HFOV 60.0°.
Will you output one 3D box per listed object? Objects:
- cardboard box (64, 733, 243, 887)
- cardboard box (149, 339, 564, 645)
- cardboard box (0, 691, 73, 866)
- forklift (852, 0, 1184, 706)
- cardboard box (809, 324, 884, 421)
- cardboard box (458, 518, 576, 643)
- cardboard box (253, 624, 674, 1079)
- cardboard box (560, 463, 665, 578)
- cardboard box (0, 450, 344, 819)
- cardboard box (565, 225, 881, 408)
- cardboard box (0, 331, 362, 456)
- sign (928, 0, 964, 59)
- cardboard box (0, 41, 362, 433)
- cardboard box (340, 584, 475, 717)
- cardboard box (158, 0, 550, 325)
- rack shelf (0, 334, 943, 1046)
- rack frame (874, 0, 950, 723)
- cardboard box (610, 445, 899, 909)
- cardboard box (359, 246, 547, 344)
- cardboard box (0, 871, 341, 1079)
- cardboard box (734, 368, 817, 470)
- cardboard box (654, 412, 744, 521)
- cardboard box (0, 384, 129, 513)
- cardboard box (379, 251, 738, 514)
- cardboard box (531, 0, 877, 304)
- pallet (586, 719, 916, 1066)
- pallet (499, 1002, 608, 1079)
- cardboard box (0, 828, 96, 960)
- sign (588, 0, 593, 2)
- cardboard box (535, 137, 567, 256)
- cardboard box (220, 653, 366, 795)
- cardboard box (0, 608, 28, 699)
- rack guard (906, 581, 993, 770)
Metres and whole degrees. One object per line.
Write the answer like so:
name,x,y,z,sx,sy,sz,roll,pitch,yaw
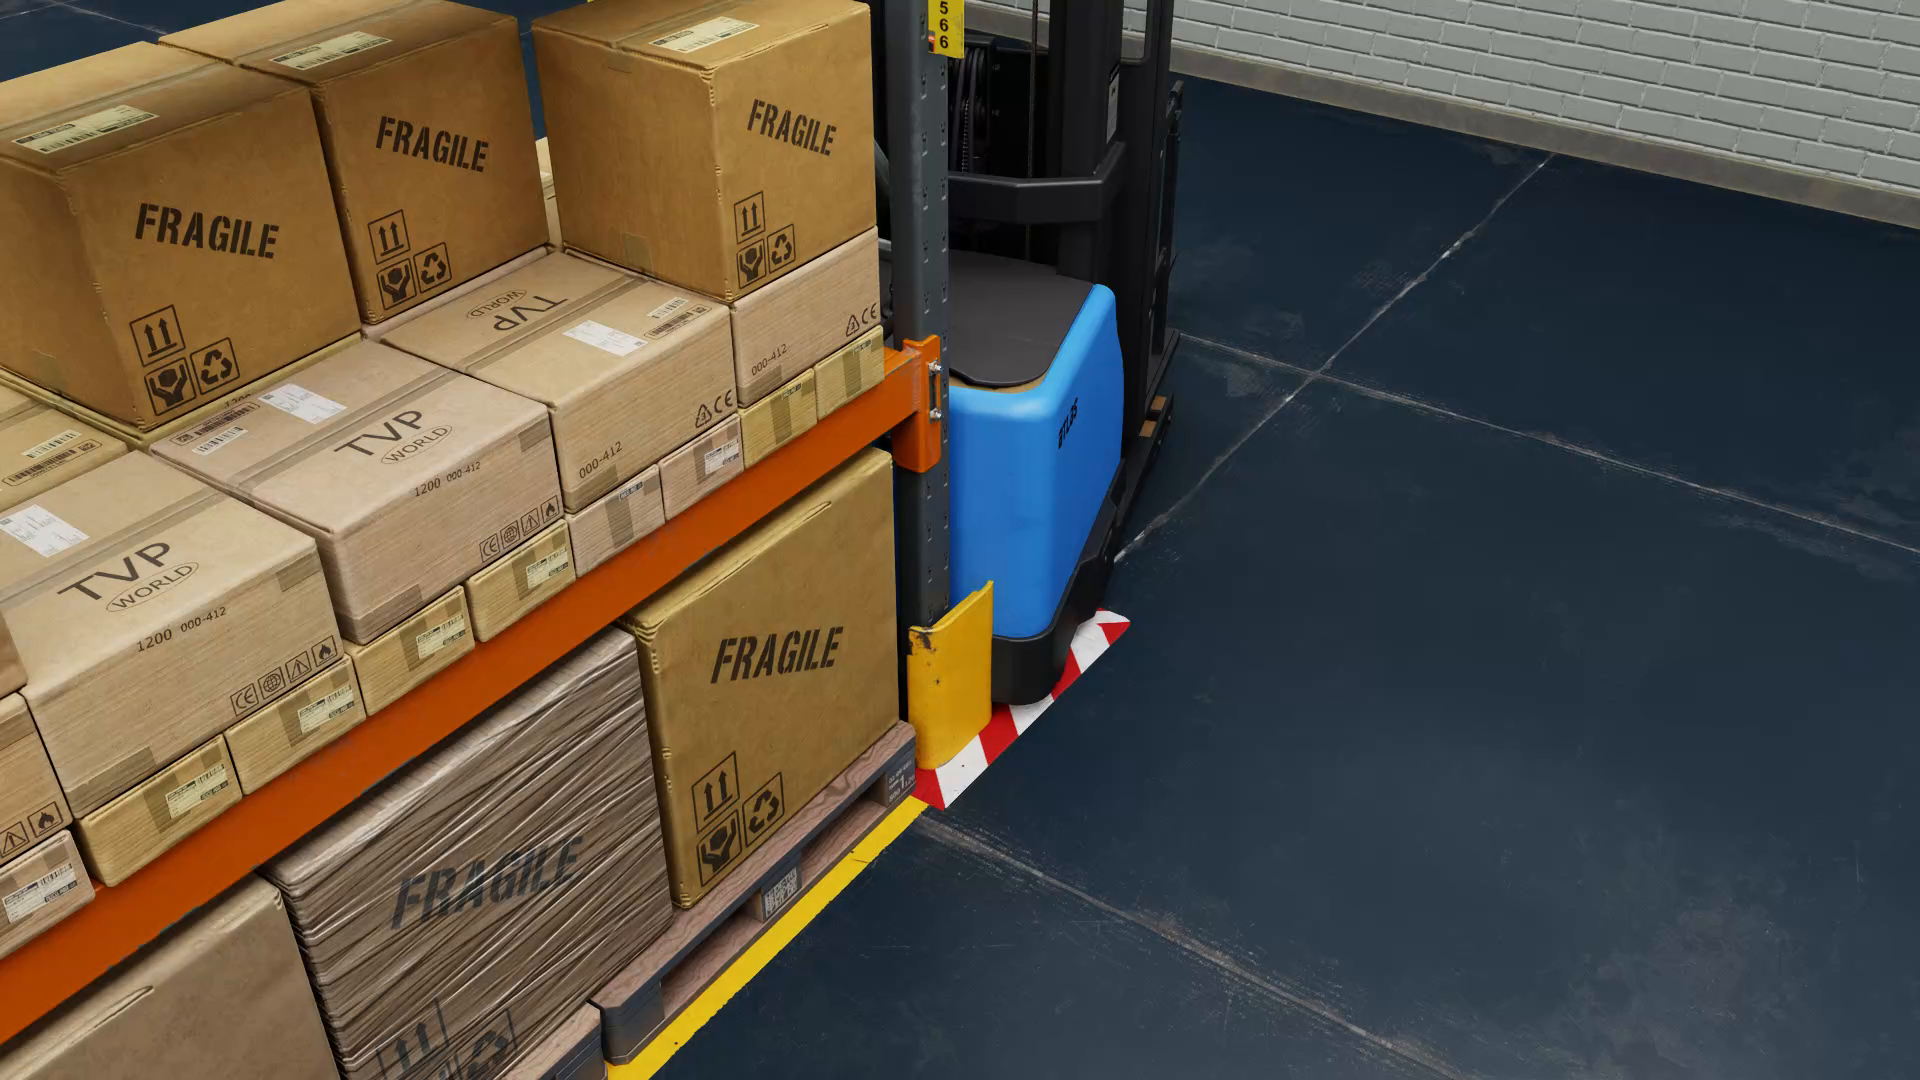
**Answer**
cardboard box,-1.423,0.374,2.743,0.380,0.149,0.250,20,39,27
cardboard box,-1.110,-0.108,3.101,0.500,0.250,0.500,20,39,27
cardboard box,-1.691,0.357,2.413,0.500,0.250,0.500,22,40,29
forklift,0.180,-1.548,5.423,1.130,2.935,3.031,10,35,14
cardboard box,-0.404,-0.450,3.961,0.380,0.149,0.250,22,40,29
cardboard box,-0.985,0.021,3.266,0.380,0.149,0.250,20,39,27
cardboard box,-1.290,0.622,3.674,0.875,0.875,0.875,21,39,28
cardboard box,-0.839,-0.099,3.443,0.380,0.149,0.250,22,40,29
cardboard box,-1.403,0.133,2.745,0.500,0.250,0.500,21,40,28
cardboard box,-0.530,-0.576,3.792,0.500,0.250,0.500,21,39,27
cardboard box,-1.547,-0.278,3.351,0.500,0.250,0.500,20,39,27
sign,-0.034,-1.221,3.632,0.100,0.325,0.005,21,39,28
cardboard box,-1.543,-0.589,3.143,0.500,0.500,0.500,20,39,27
cardboard box,-1.133,0.140,3.089,0.380,0.149,0.250,21,40,28
cardboard box,-1.252,-0.830,3.498,0.500,0.500,0.500,20,39,27
rack shelf,-1.612,0.396,3.129,1.077,0.370,4.000,21,39,28
rack frame,-0.472,-0.823,4.289,1.000,3.000,0.127,21,39,28
cardboard box,-0.771,0.204,4.293,0.875,0.875,0.875,21,39,28
cardboard box,-1.258,-0.508,3.692,0.500,0.250,0.500,21,39,28
cardboard box,-1.797,1.032,3.068,0.875,0.875,0.875,21,39,28
cardboard box,-0.551,-0.329,3.784,0.380,0.149,0.250,22,40,29
cardboard box,-0.696,-0.214,3.613,0.380,0.149,0.250,21,40,28
cardboard box,-1.841,-0.036,2.994,0.500,0.250,0.500,20,39,27
cardboard box,-0.820,-0.343,3.448,0.500,0.250,0.500,21,39,27
cardboard box,-0.533,-0.886,3.582,0.500,0.500,0.500,22,40,29
pallet,-0.863,0.725,4.489,1.003,0.211,1.213,21,39,28
pallet,-1.559,1.285,3.662,1.003,0.211,1.213,21,39,28
cardboard box,-1.572,0.496,2.564,0.380,0.149,0.250,22,40,29
sign,-0.924,-1.394,4.290,0.100,0.325,0.005,21,39,28
cardboard box,-0.967,-0.749,4.048,0.500,0.250,0.500,20,39,27
cardboard box,-1.276,0.254,2.921,0.380,0.149,0.250,22,40,29
cardboard box,-1.689,0.043,2.208,0.500,0.500,0.500,20,39,27
rack guard,-0.458,0.202,5.005,1.175,0.500,0.348,21,39,28
